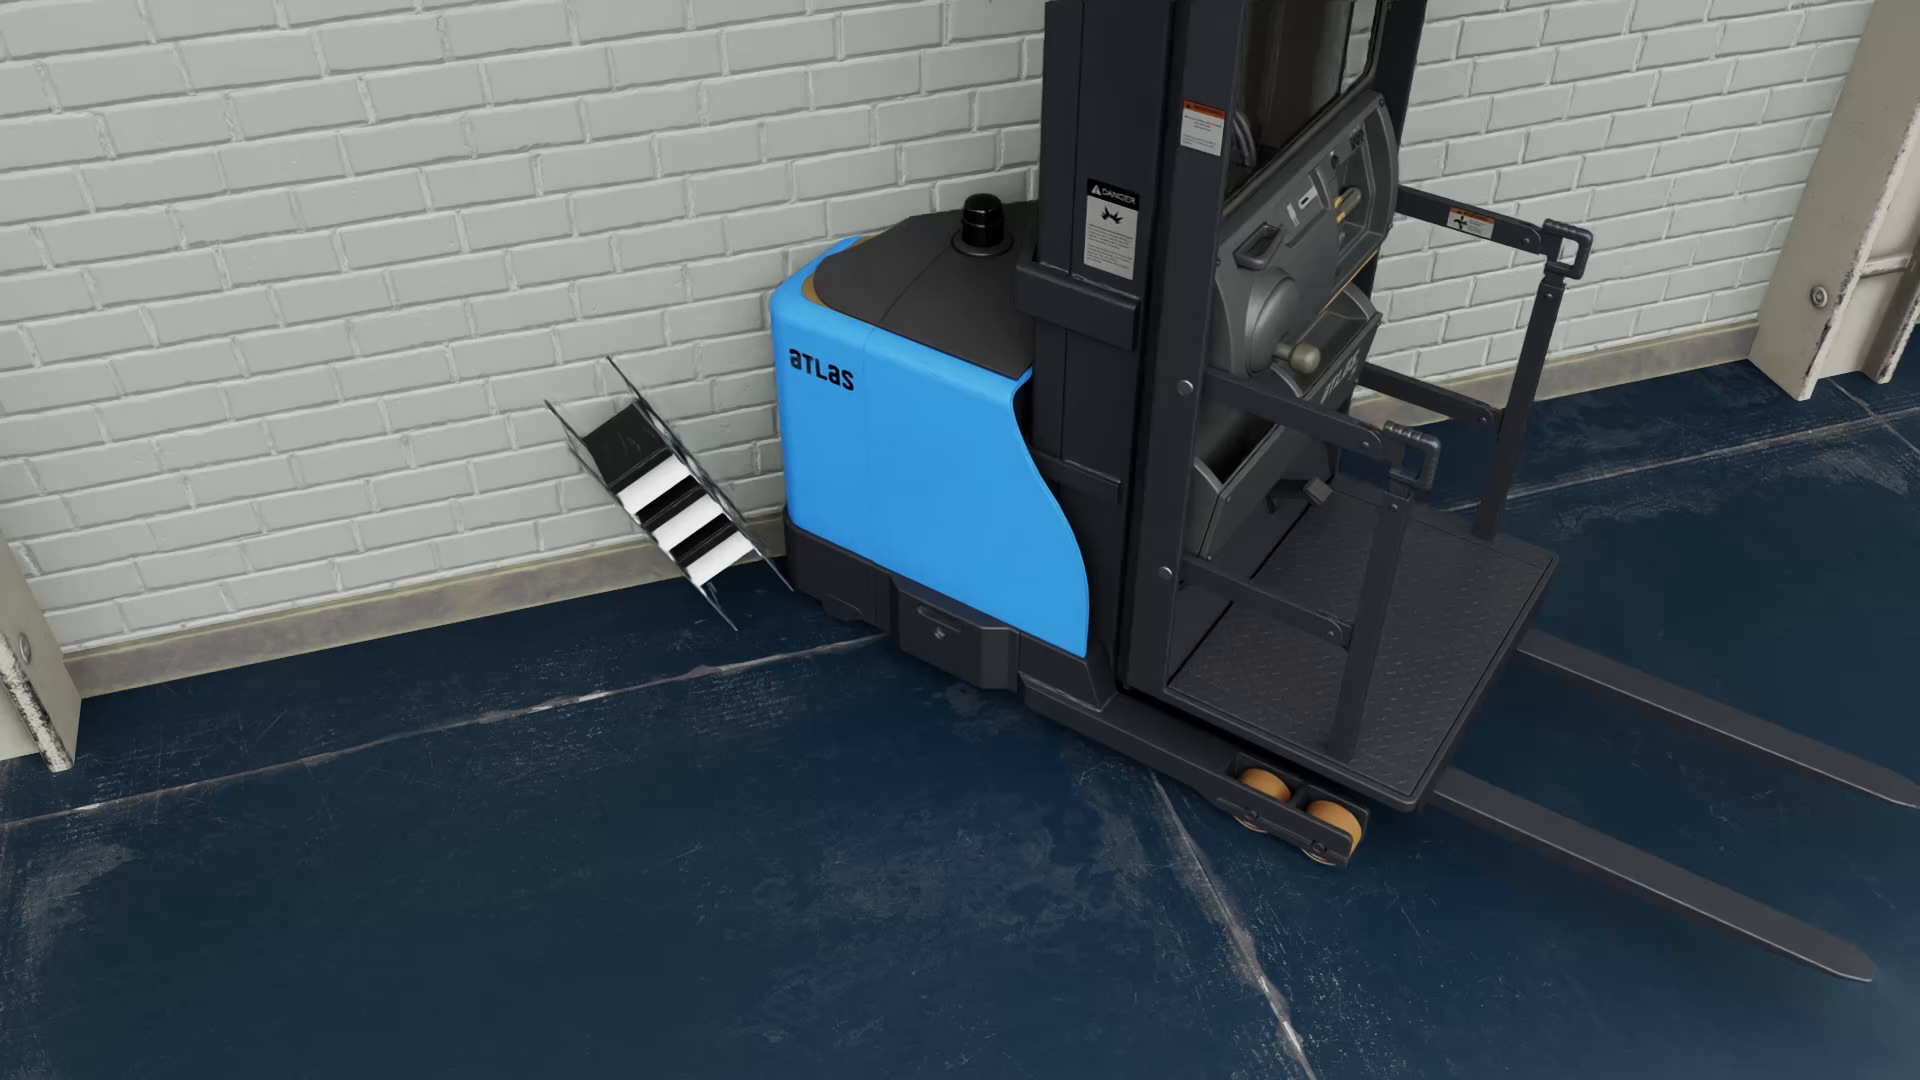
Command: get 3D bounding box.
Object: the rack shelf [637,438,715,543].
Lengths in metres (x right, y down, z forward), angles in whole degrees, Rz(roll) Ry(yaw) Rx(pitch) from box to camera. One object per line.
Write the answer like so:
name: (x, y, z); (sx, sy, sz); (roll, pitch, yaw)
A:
rack shelf: (-0.825, -0.144, 4.646); (0.200, 0.077, 0.258); (-35, 47, -1)

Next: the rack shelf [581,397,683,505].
rack shelf: (-0.894, -0.245, 4.514); (0.200, 0.077, 0.258); (-35, 47, -1)

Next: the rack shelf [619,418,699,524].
rack shelf: (-0.859, -0.194, 4.580); (0.200, 0.077, 0.258); (-35, 47, -1)

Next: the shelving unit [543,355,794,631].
shelving unit: (-0.803, -0.112, 4.688); (0.210, 0.900, 0.258); (-35, 47, -1)

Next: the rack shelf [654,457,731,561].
rack shelf: (-0.790, -0.094, 4.713); (0.200, 0.077, 0.258); (-35, 47, -1)

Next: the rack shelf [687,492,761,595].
rack shelf: (-0.721, 0.007, 4.845); (0.200, 0.077, 0.258); (-35, 47, -1)

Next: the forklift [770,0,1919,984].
forklift: (0.989, -0.669, 3.788); (3.031, 2.935, 1.130); (24, 46, 25)

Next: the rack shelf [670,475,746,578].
rack shelf: (-0.756, -0.043, 4.779); (0.200, 0.077, 0.258); (-35, 47, -1)

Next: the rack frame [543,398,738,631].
rack frame: (-0.886, -0.053, 4.686); (0.006, 0.900, 0.240); (-35, 47, -1)

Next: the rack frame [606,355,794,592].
rack frame: (-0.720, -0.171, 4.690); (0.006, 0.900, 0.240); (-35, 47, -1)
